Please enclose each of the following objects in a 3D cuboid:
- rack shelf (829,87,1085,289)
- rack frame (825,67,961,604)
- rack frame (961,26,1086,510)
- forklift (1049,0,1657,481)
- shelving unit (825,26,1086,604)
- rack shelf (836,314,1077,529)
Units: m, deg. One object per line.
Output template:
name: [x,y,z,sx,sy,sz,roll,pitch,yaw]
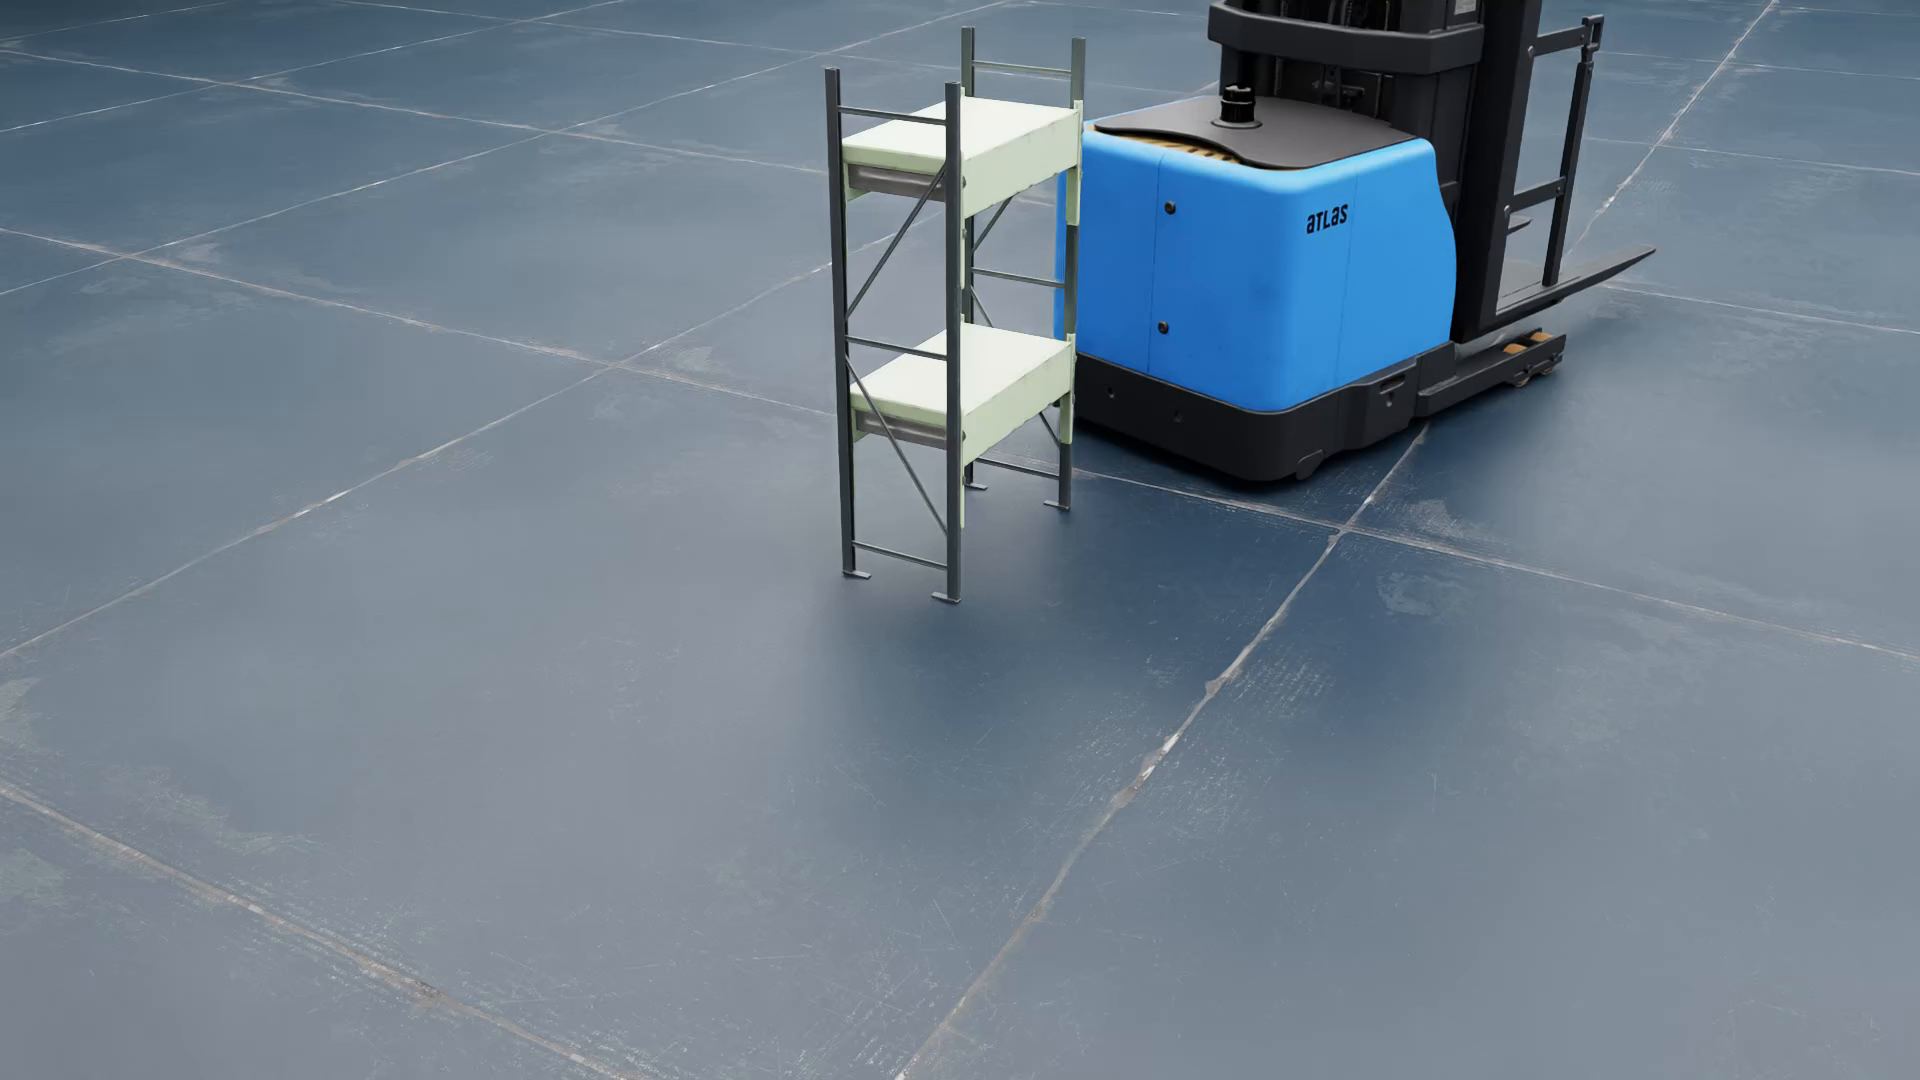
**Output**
rack shelf: [0.003,-1.022,4.745,0.431,0.370,0.720,14,30,26]
rack frame: [-0.177,-0.531,4.635,0.400,1.500,0.023,14,30,26]
rack frame: [0.183,-0.816,5.204,0.400,1.500,0.023,14,30,26]
forklift: [1.742,-2.053,6.077,3.031,2.935,1.130,-23,34,-38]
shelving unit: [0.003,-0.673,4.919,0.431,1.500,0.755,14,30,26]
rack shelf: [0.003,-0.382,5.065,0.431,0.370,0.720,14,30,26]
